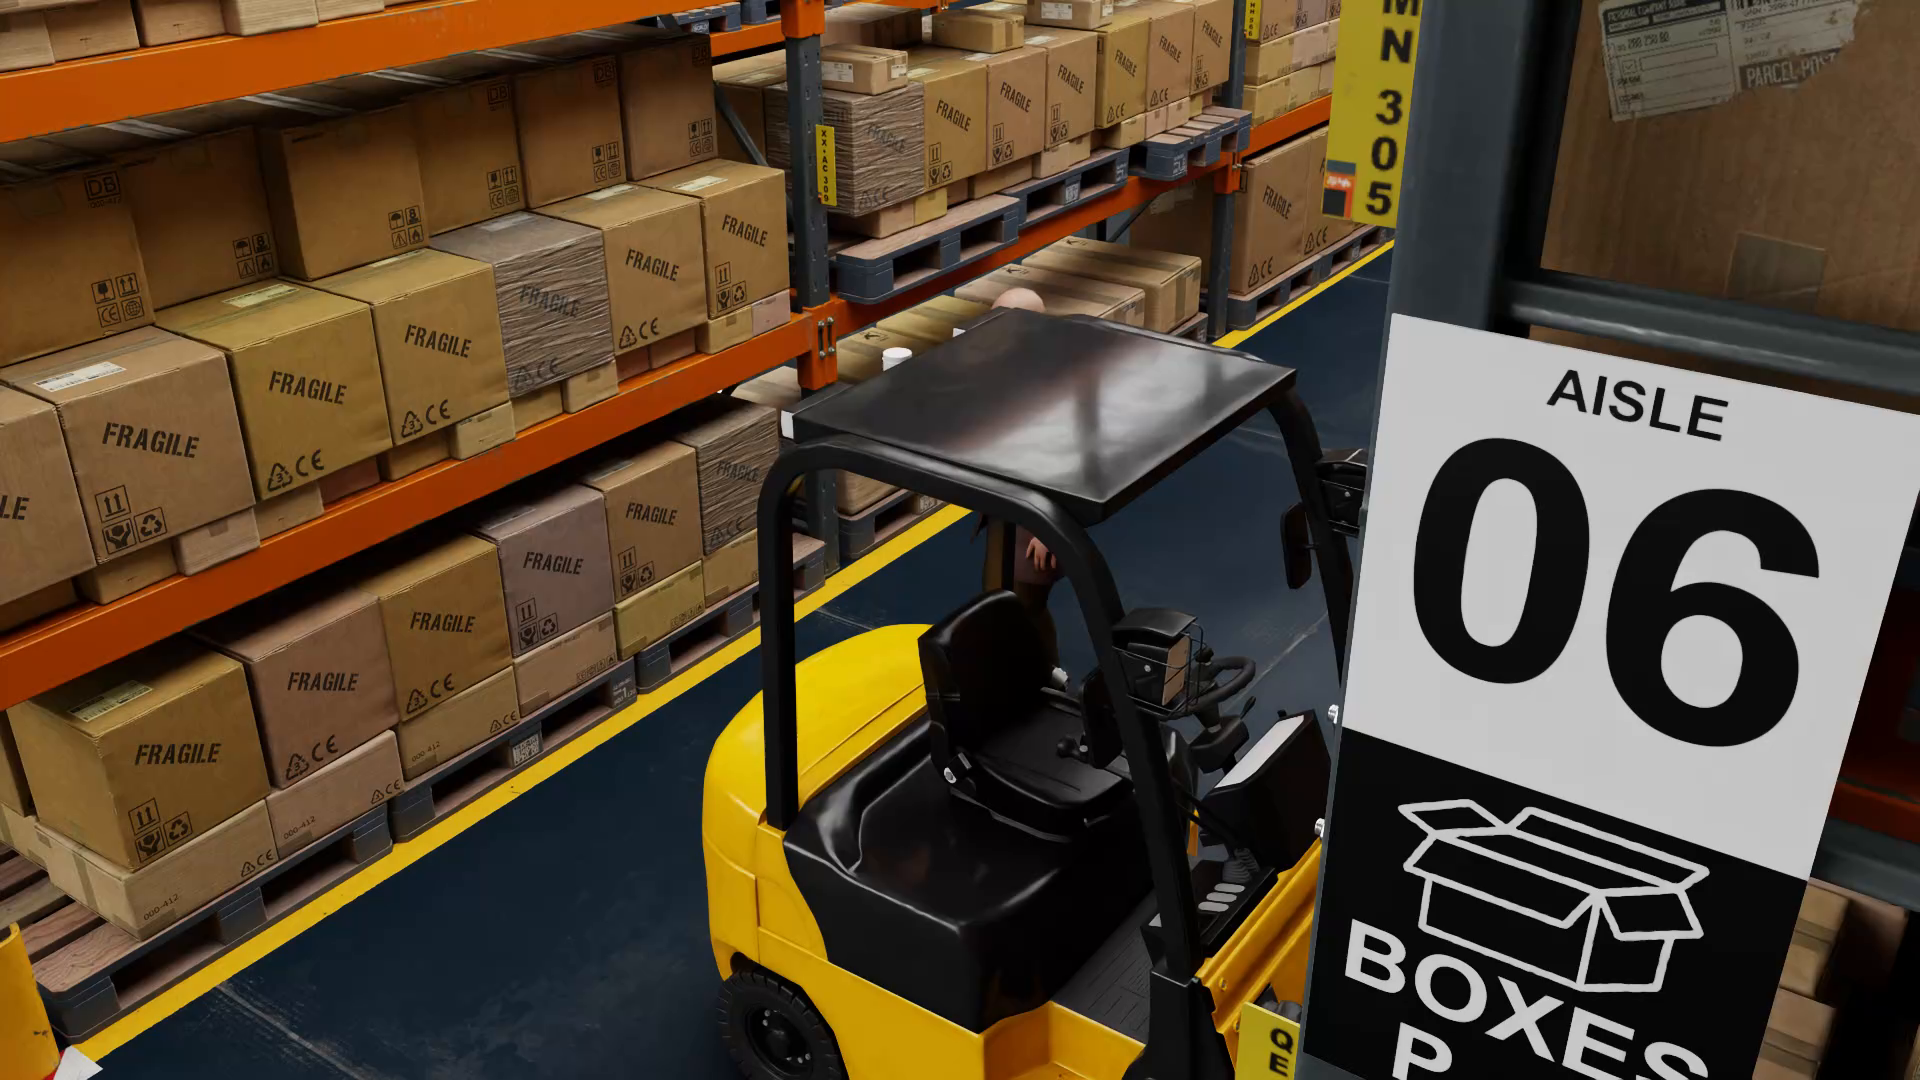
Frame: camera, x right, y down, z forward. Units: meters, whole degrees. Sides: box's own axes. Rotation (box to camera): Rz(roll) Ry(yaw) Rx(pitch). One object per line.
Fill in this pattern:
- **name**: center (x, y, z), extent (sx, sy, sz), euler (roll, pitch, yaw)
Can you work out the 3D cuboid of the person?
- **person**: center (0.241, -0.124, 6.380), extent (0.416, 1.774, 0.656), euler (-9, 28, -17)
